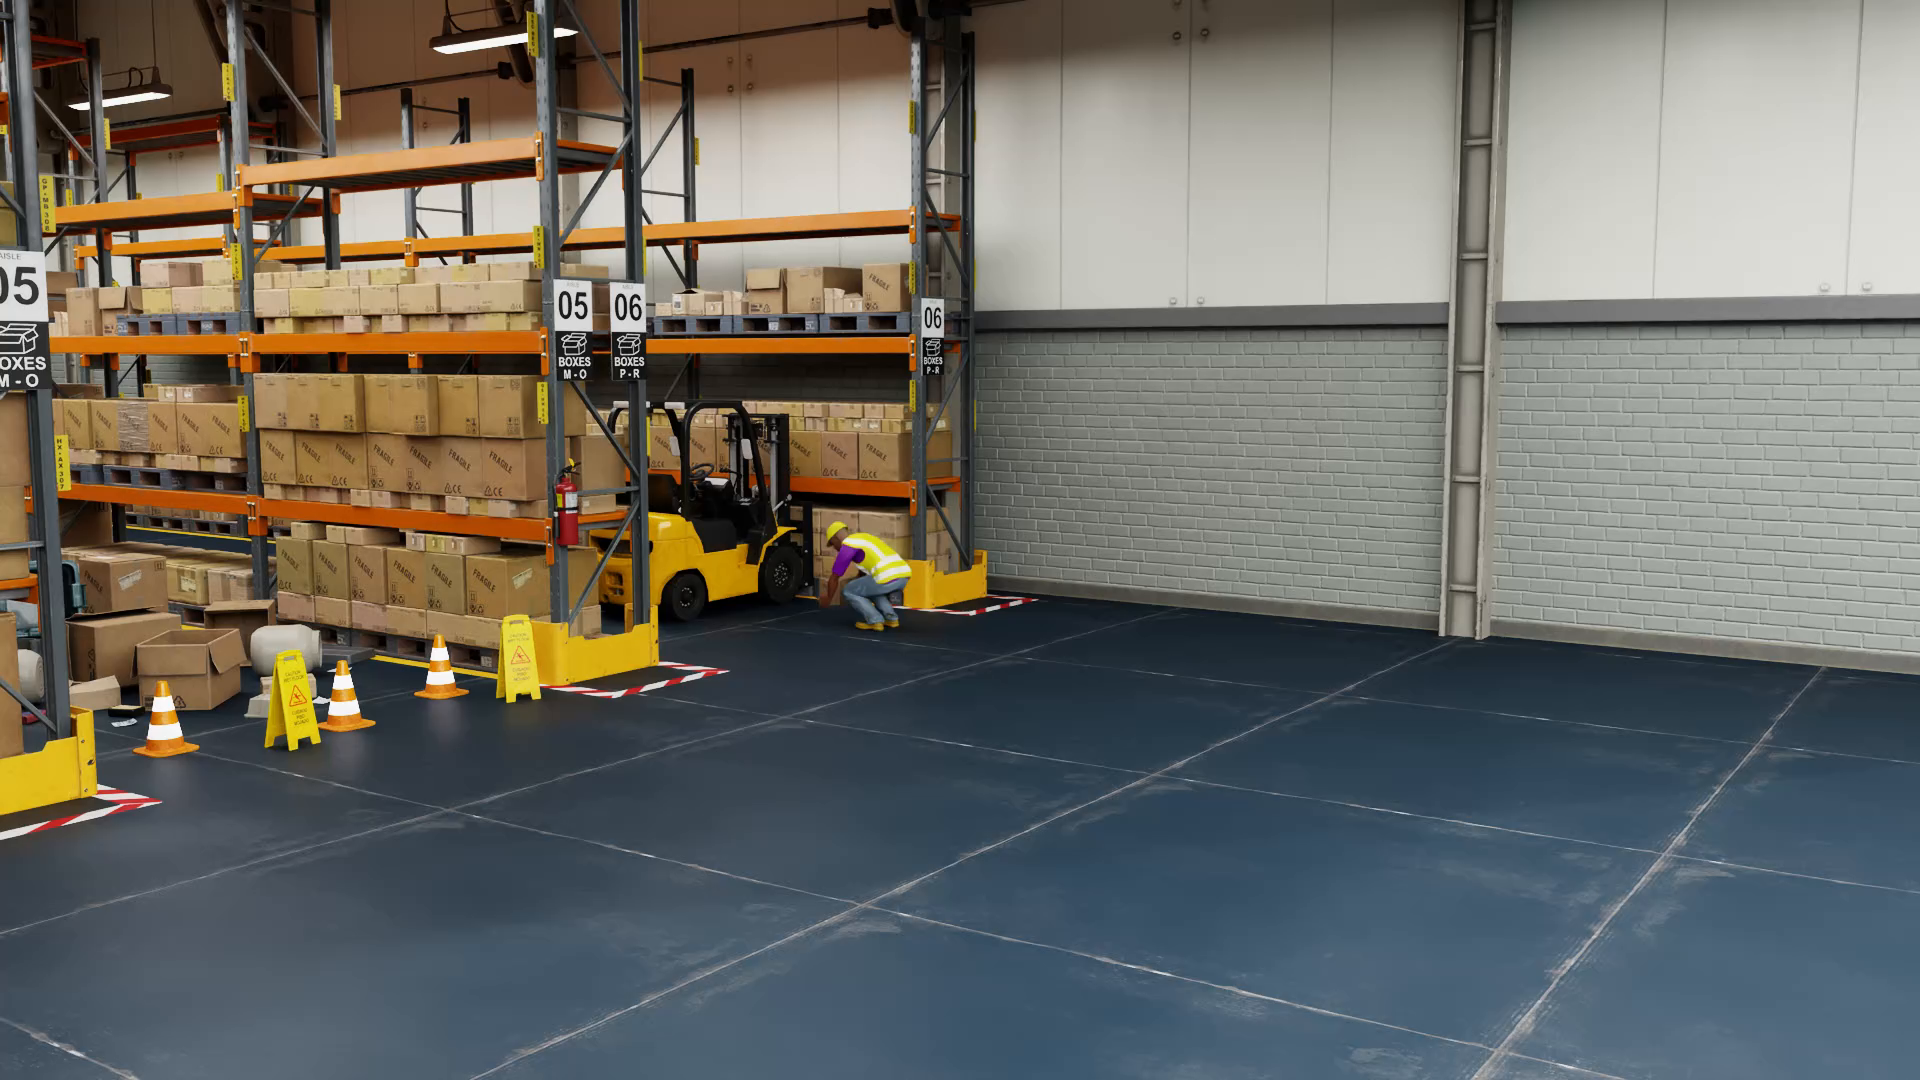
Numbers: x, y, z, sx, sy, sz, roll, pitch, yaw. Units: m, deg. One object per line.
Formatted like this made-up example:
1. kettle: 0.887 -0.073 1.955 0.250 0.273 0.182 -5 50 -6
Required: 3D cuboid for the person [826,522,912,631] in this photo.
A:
1. person: -0.906 0.342 16.028 0.861 1.015 0.520 4 8 33
